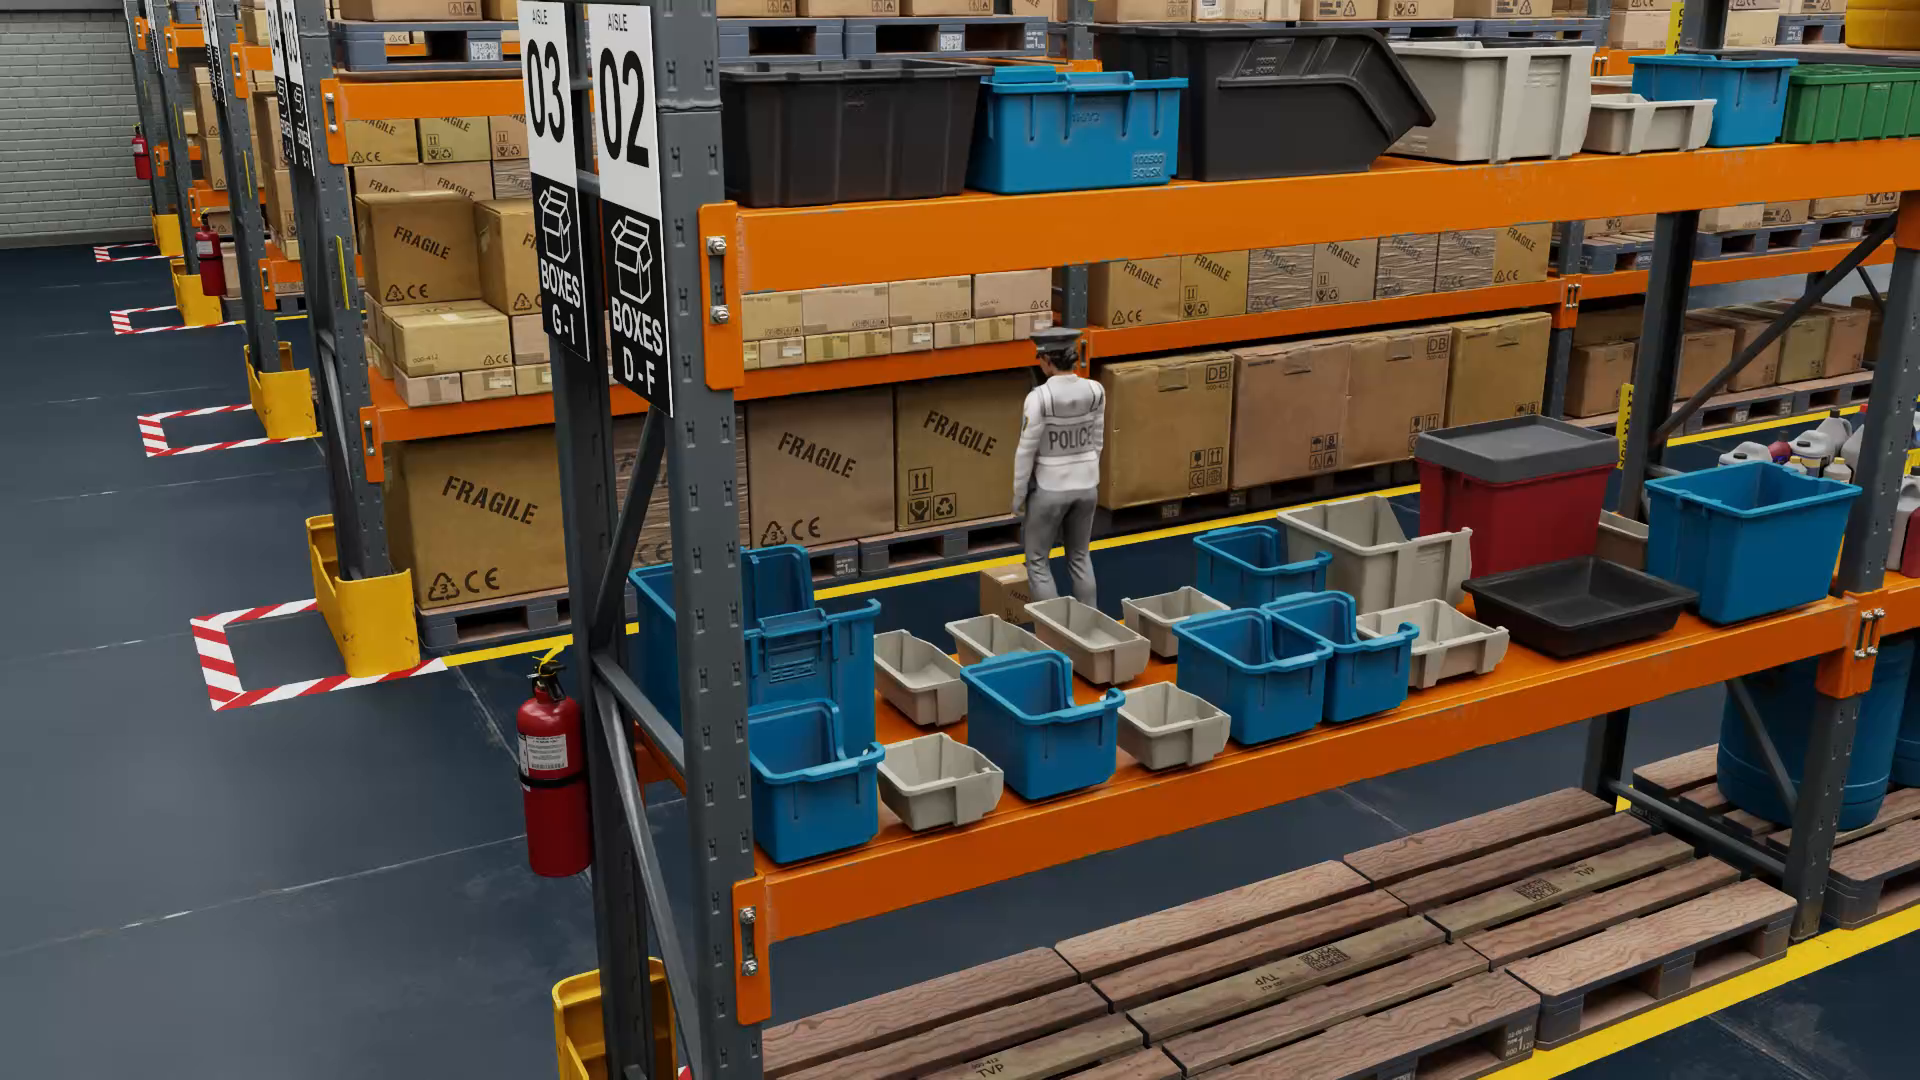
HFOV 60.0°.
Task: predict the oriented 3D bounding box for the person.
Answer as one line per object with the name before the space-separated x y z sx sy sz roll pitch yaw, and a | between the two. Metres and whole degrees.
person | 0.484 -0.230 8.265 0.476 1.659 0.338 -9 21 -26
